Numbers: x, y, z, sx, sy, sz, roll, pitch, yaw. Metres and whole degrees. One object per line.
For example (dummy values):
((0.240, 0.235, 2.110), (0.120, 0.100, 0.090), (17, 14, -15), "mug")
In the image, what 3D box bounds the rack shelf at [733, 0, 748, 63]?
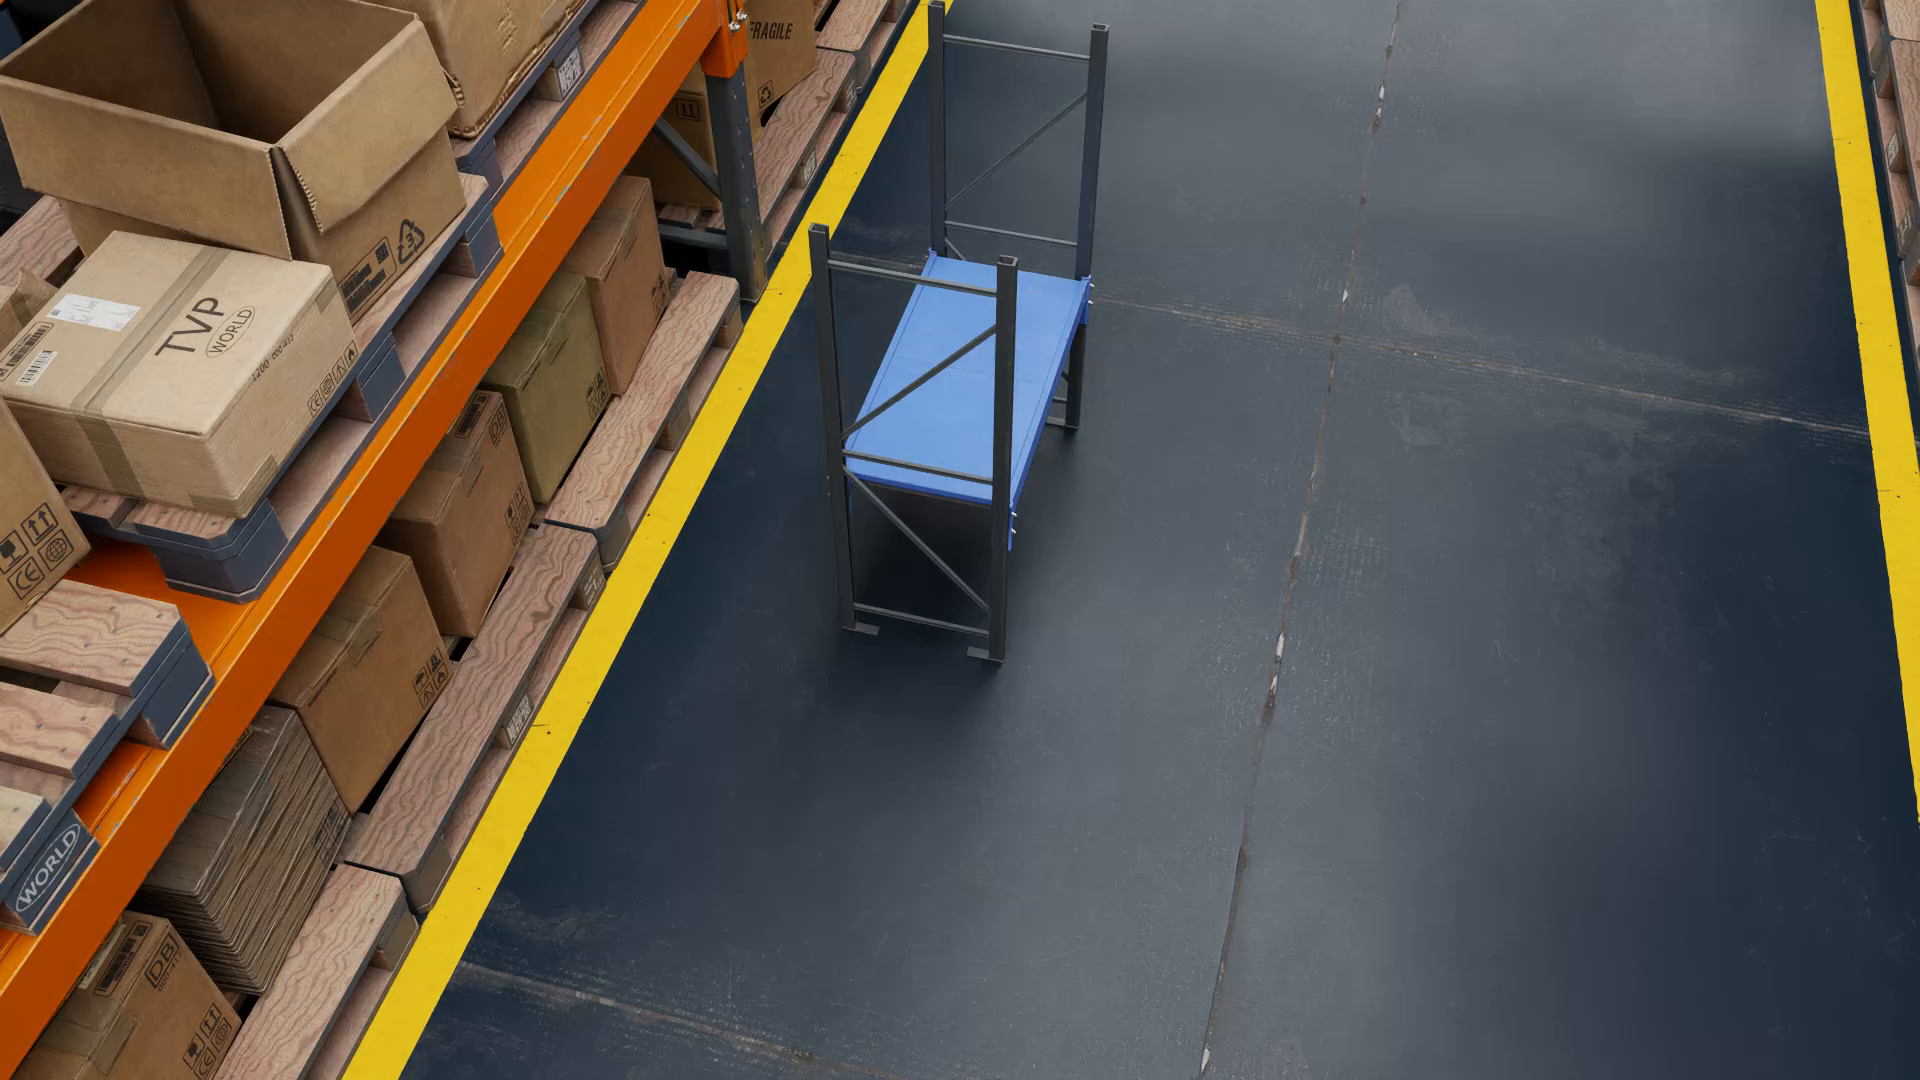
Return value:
((-0.672, -3.190, 6.545), (1.077, 0.370, 4.000), (12, 50, 10), "rack shelf")

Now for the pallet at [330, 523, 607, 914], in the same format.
((-1.721, 0.390, 4.765), (1.003, 0.211, 1.213), (12, 50, 10), "pallet")

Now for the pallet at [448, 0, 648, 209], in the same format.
((-1.540, -1.394, 4.607), (1.003, 0.211, 1.213), (12, 50, 10), "pallet")

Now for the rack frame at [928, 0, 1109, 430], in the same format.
((0.156, -0.926, 5.067), (0.500, 1.500, 0.032), (12, 50, 10), "rack frame")

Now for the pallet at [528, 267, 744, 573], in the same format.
((-1.402, -0.495, 5.546), (1.003, 0.211, 1.213), (12, 50, 10), "pallet")

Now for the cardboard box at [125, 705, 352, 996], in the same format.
((-1.960, 0.701, 4.004), (0.700, 0.500, 0.500), (8, 49, 7), "cardboard box")

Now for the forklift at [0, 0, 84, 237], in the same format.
((-3.026, -2.184, 5.222), (1.130, 2.935, 3.031), (14, 50, 12), "forklift")

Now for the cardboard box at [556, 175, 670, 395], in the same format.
((-1.380, -0.860, 5.382), (0.700, 0.500, 0.500), (8, 49, 7), "cardboard box")

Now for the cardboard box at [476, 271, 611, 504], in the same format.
((-1.524, -0.519, 5.081), (0.700, 0.500, 0.500), (11, 50, 10), "cardboard box")

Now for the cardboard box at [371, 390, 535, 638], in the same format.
((-1.671, -0.114, 4.724), (0.700, 0.500, 0.500), (8, 49, 7), "cardboard box")

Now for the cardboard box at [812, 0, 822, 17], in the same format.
((-0.823, -2.455, 6.803), (0.500, 0.500, 0.500), (8, 49, 7), "cardboard box")

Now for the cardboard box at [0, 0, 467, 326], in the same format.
((-1.565, -0.882, 3.679), (0.797, 0.503, 0.637), (16, 51, 14), "cardboard box")

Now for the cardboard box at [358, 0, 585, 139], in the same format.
((-1.542, -1.772, 4.133), (1.000, 1.000, 1.000), (12, 50, 10), "cardboard box")

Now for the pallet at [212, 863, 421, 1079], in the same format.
((-2.044, 1.270, 3.989), (1.003, 0.211, 1.213), (12, 50, 10), "pallet")

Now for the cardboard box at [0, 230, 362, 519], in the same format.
((-1.588, -0.344, 3.373), (0.500, 0.250, 0.500), (10, 49, 9), "cardboard box")

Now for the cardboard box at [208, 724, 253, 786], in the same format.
((-1.974, 0.469, 3.709), (0.500, 0.250, 0.500), (17, 51, 14), "cardboard box")

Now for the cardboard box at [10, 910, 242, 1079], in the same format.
((-2.094, 1.105, 3.648), (0.700, 0.500, 0.500), (9, 49, 8), "cardboard box")

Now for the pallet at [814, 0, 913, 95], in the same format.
((-0.736, -2.437, 7.260), (1.003, 0.211, 1.213), (12, 50, 10), "pallet")

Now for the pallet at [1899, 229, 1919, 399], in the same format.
((3.797, -0.559, 5.602), (1.003, 0.211, 1.213), (12, 50, 10), "pallet")

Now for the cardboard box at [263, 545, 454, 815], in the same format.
((-1.818, 0.290, 4.367), (0.700, 0.500, 0.500), (15, 50, 13), "cardboard box")

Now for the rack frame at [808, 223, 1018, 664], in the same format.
((-0.111, -0.190, 4.418), (0.500, 1.500, 0.032), (12, 50, 10), "rack frame")

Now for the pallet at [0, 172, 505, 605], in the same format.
((-1.769, -0.465, 3.787), (1.003, 0.211, 1.213), (12, 50, 10), "pallet")

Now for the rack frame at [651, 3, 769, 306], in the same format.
((-1.198, -1.981, 4.998), (1.000, 3.000, 0.127), (12, 50, 10), "rack frame")

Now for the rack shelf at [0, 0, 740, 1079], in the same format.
((-1.724, -0.297, 3.991), (1.077, 0.370, 4.000), (12, 50, 10), "rack shelf")

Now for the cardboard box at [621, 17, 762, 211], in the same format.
((-1.054, -1.575, 6.026), (0.500, 0.500, 0.500), (10, 49, 9), "cardboard box")

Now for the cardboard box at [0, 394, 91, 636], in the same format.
((-2.097, -0.082, 2.975), (0.700, 0.500, 0.500), (18, 51, 16), "cardboard box")

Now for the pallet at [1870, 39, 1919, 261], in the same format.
((4.116, -1.444, 6.384), (1.003, 0.211, 1.213), (12, 50, 10), "pallet")

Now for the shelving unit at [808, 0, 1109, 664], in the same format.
((0.022, -0.558, 4.742), (0.538, 1.500, 1.048), (12, 50, 10), "shelving unit")

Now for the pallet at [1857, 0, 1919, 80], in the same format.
((4.439, -2.324, 7.160), (1.003, 0.211, 1.213), (12, 50, 10), "pallet")

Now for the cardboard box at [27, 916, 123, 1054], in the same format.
((-2.103, 0.855, 3.369), (0.500, 0.250, 0.500), (13, 50, 12), "cardboard box")

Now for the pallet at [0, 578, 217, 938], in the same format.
((-2.166, 0.439, 2.990), (1.213, 0.211, 1.003), (12, 50, 10), "pallet")

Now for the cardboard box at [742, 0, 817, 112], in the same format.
((-0.911, -1.990, 6.393), (0.500, 0.500, 0.500), (27, 54, 22), "cardboard box")

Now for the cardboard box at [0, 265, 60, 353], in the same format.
((-2.072, -0.442, 3.449), (0.396, 0.266, 0.258), (10, 49, 9), "cardboard box")

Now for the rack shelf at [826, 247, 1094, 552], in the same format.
((0.022, -0.439, 4.877), (0.538, 0.185, 1.000), (12, 50, 10), "rack shelf")

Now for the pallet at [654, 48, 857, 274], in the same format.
((-1.055, -1.551, 6.478), (1.003, 0.211, 1.213), (12, 50, 10), "pallet")
